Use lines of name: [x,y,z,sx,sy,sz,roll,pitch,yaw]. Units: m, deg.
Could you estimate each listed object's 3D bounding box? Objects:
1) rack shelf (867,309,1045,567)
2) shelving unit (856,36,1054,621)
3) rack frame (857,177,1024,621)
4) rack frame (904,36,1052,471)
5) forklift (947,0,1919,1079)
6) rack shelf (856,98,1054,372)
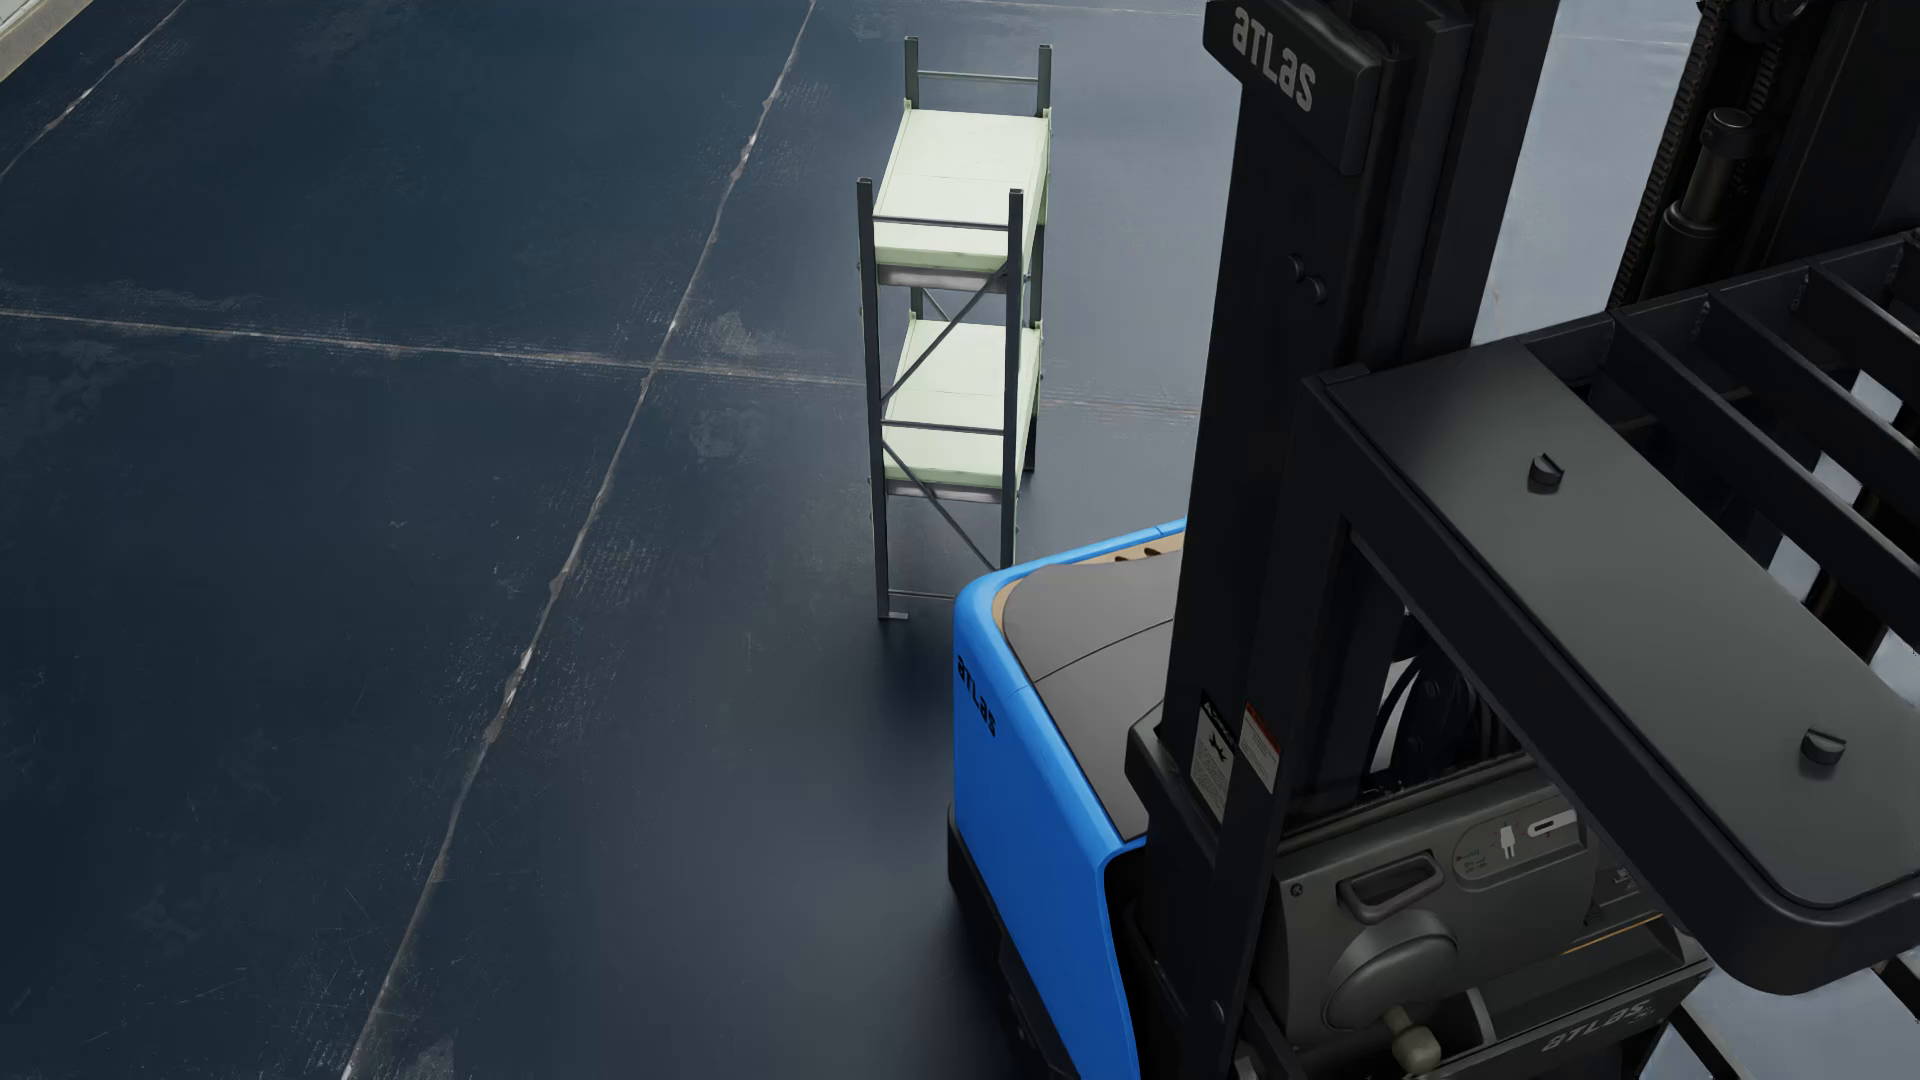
rack shelf: [0.001,-0.312,4.963,0.431,0.370,0.720,5,44,6]
shelving unit: [0.001,-0.549,4.739,0.431,1.500,0.755,5,44,6]
rack frame: [-0.048,-0.300,4.476,0.400,1.500,0.023,5,44,6]
rack frame: [0.049,-0.799,5.003,0.400,1.500,0.023,5,44,6]
forklift: [0.990,0.624,2.459,1.130,2.935,3.031,-15,46,-16]
rack shelf: [0.001,-0.833,4.471,0.431,0.370,0.720,5,44,6]
